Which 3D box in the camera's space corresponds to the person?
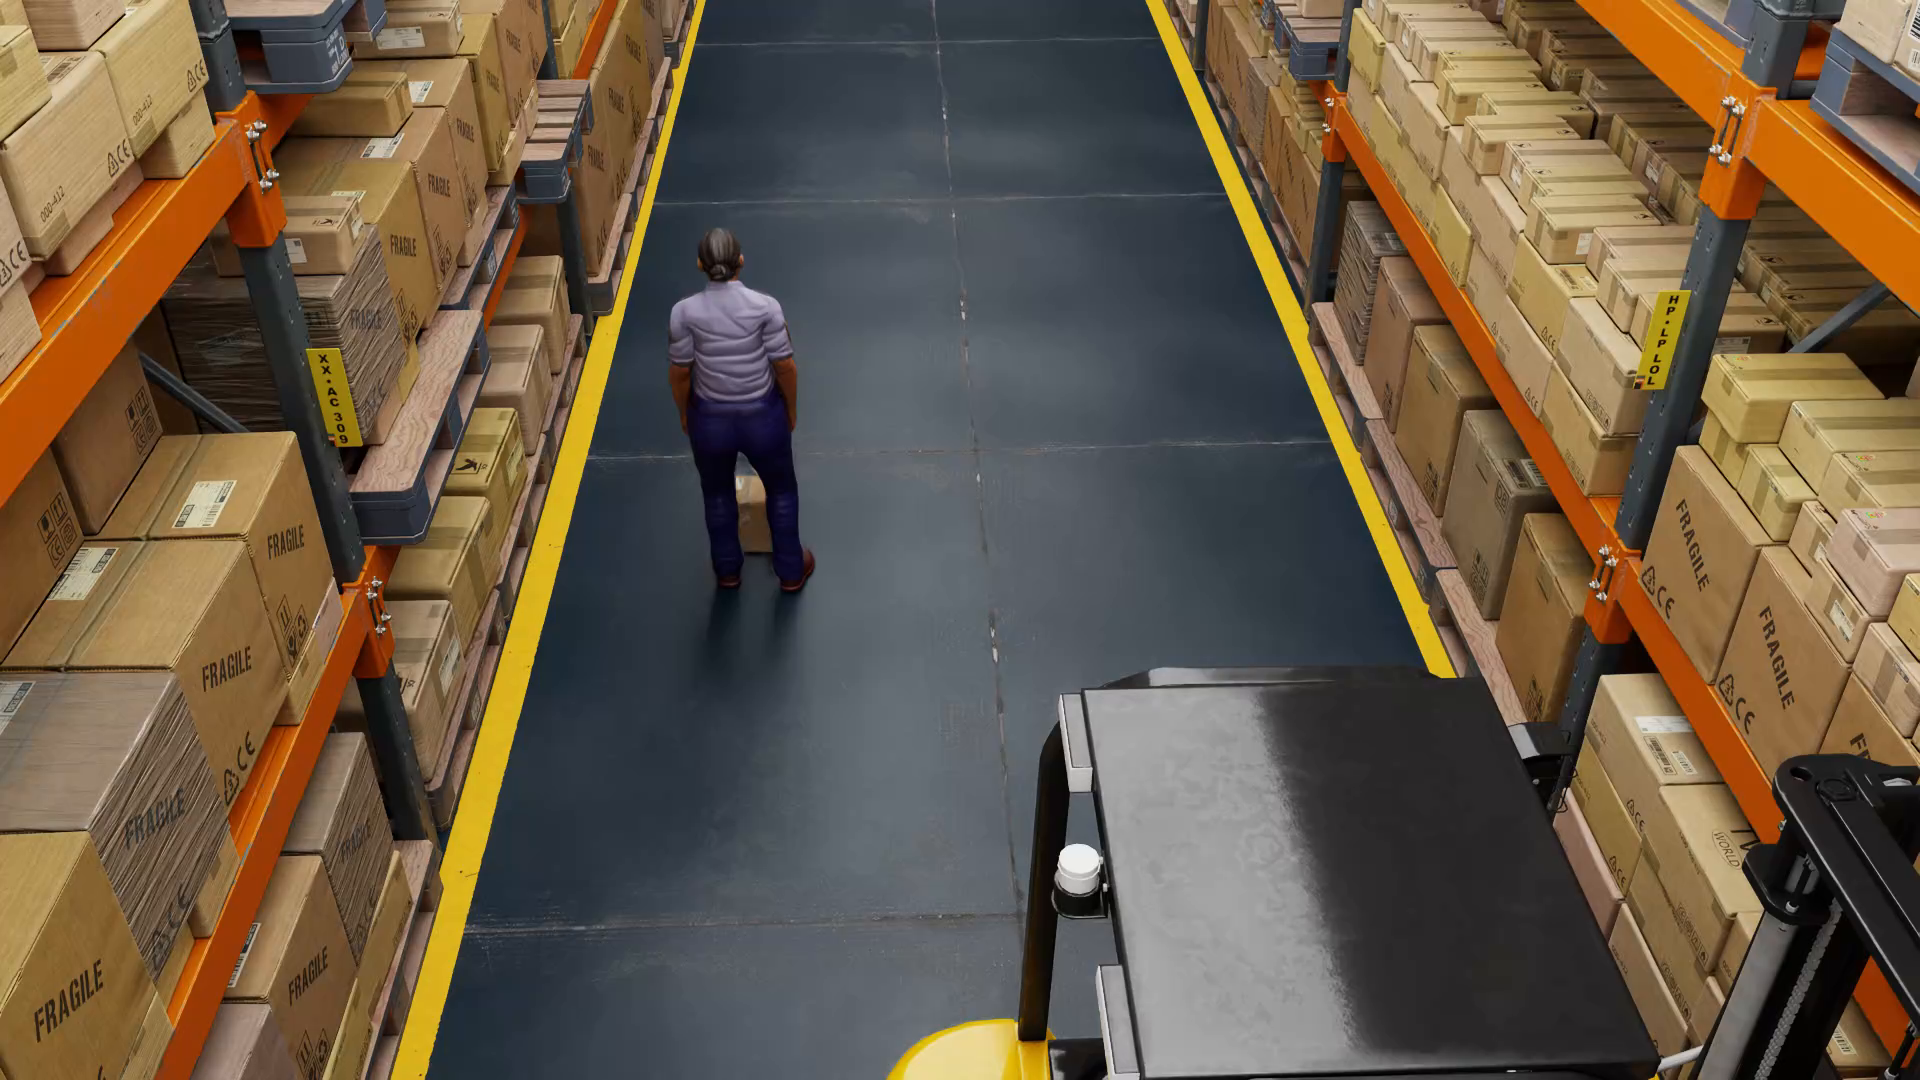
[{"bbox_3d":[-0.907,-0.508,6.865,0.535,1.653,0.422,-3,36,-4],"label":"person"}]
